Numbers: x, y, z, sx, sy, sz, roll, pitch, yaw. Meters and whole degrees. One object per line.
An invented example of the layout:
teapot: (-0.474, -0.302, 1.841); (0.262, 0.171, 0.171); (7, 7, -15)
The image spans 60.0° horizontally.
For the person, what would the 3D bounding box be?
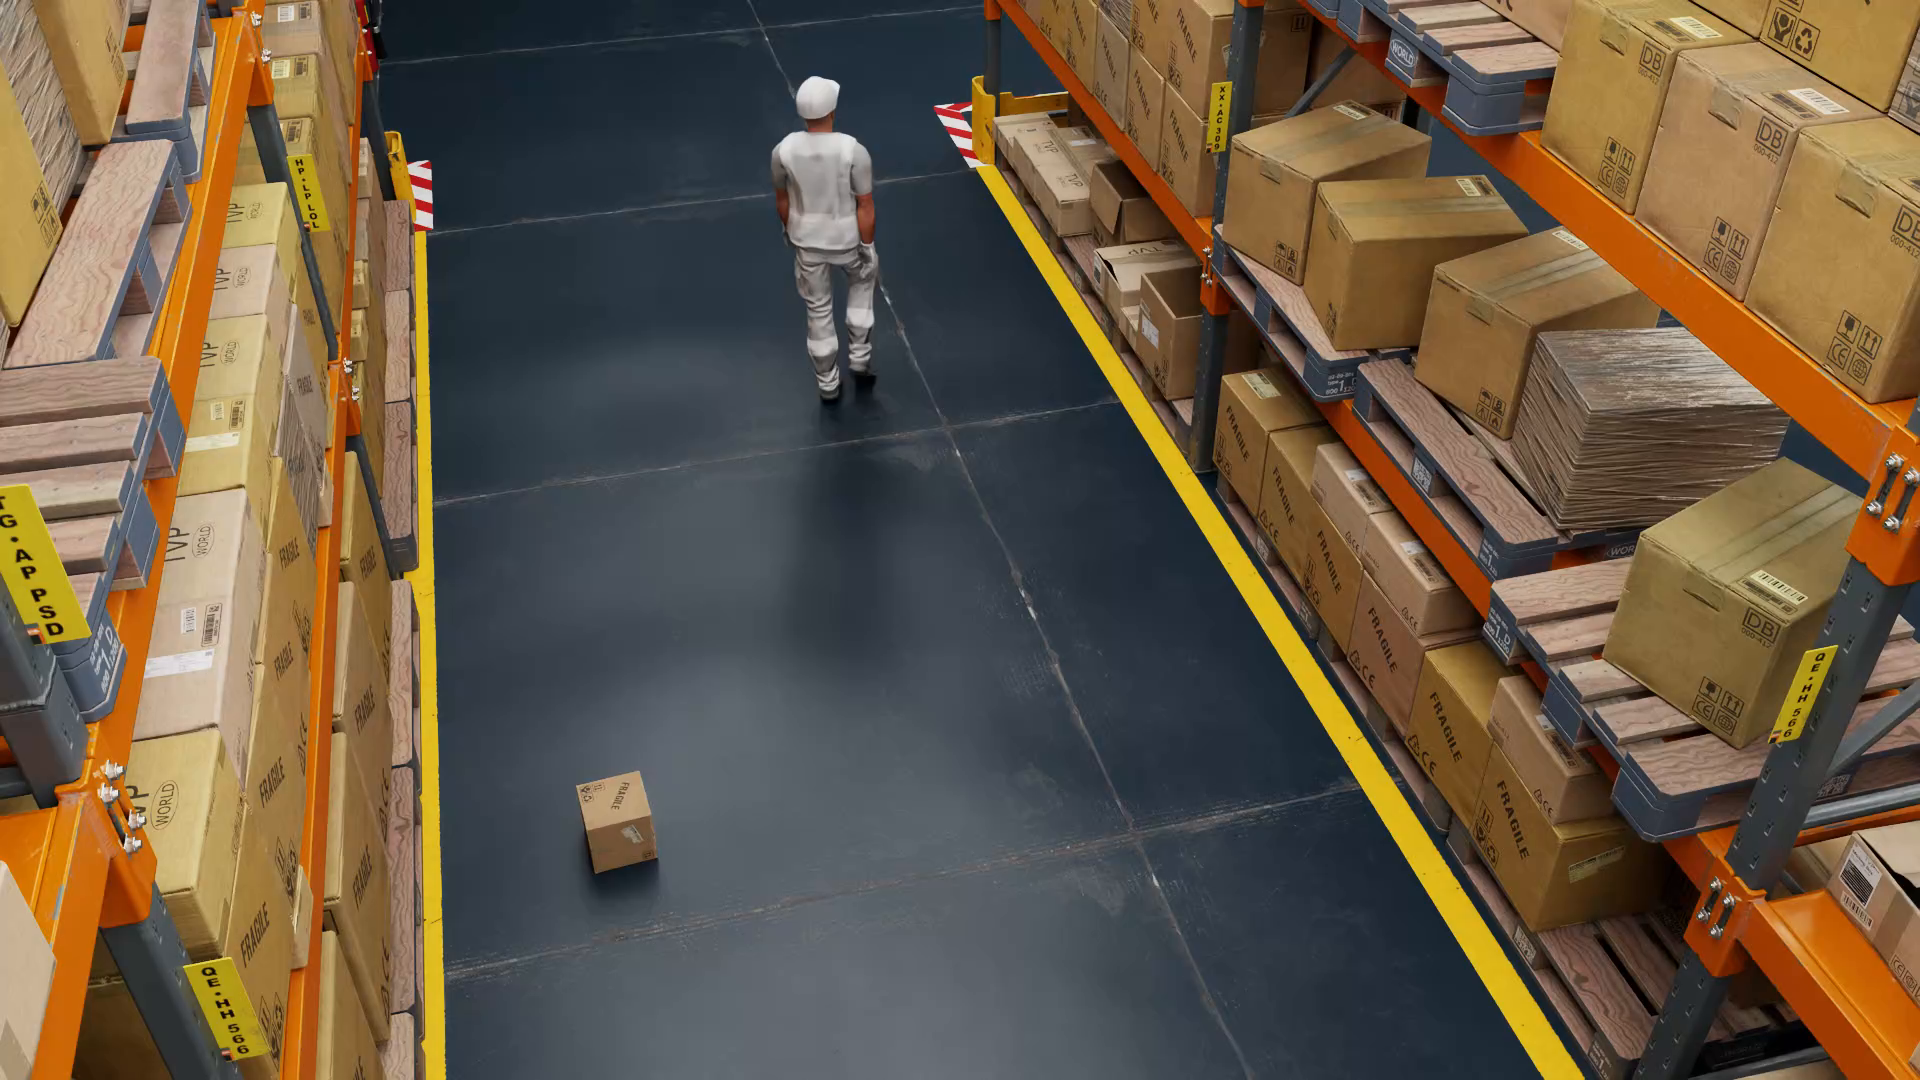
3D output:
person: (-0.687, -1.588, 8.717); (0.530, 1.812, 0.459); (2, 38, 2)
